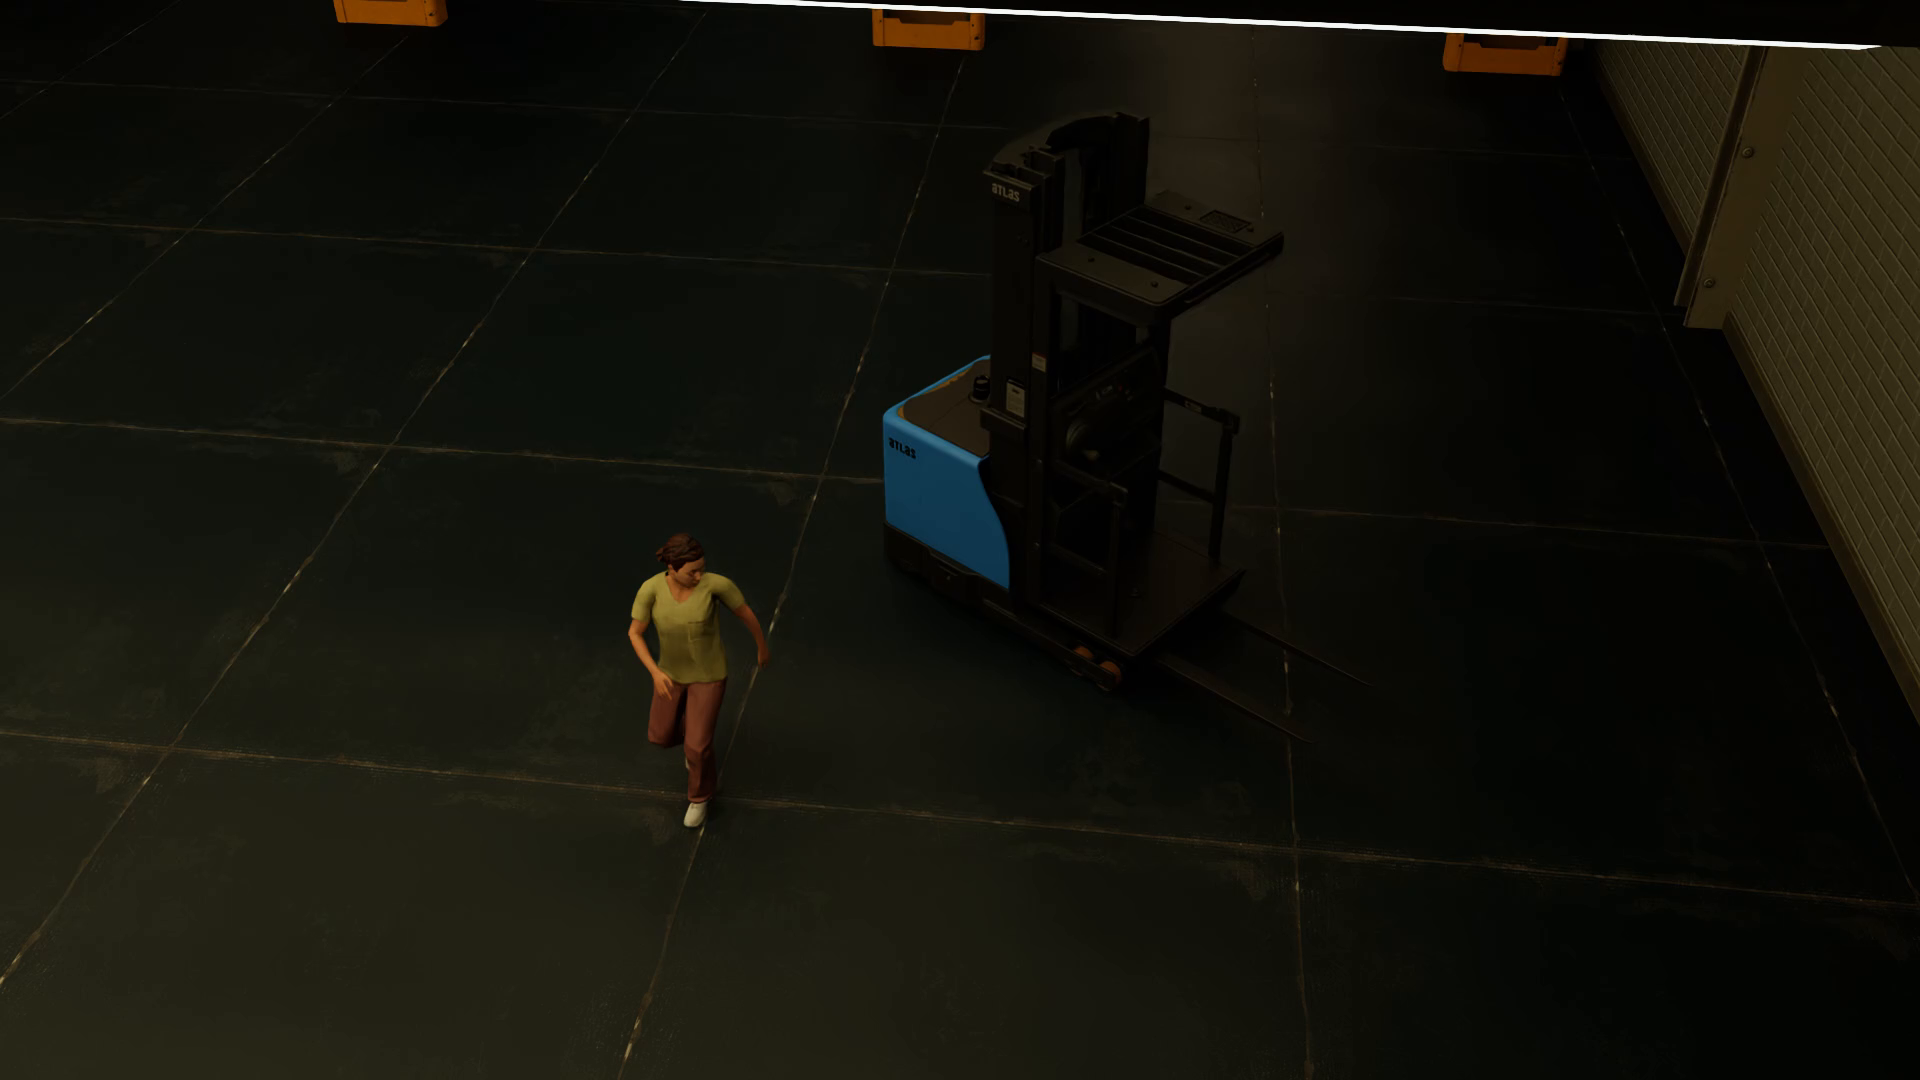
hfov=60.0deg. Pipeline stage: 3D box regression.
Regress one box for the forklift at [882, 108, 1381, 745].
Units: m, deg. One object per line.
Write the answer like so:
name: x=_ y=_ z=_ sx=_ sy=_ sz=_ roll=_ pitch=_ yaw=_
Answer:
forklift: x=0.959 y=-0.685 z=8.959 sx=3.031 sy=2.935 sz=1.130 roll=28 pitch=45 yaw=33

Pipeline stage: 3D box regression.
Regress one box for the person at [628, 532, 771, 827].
person: x=-1.303 y=0.657 z=8.253 sx=0.607 sy=1.621 sz=0.610 roll=9 pitch=37 yaw=12
